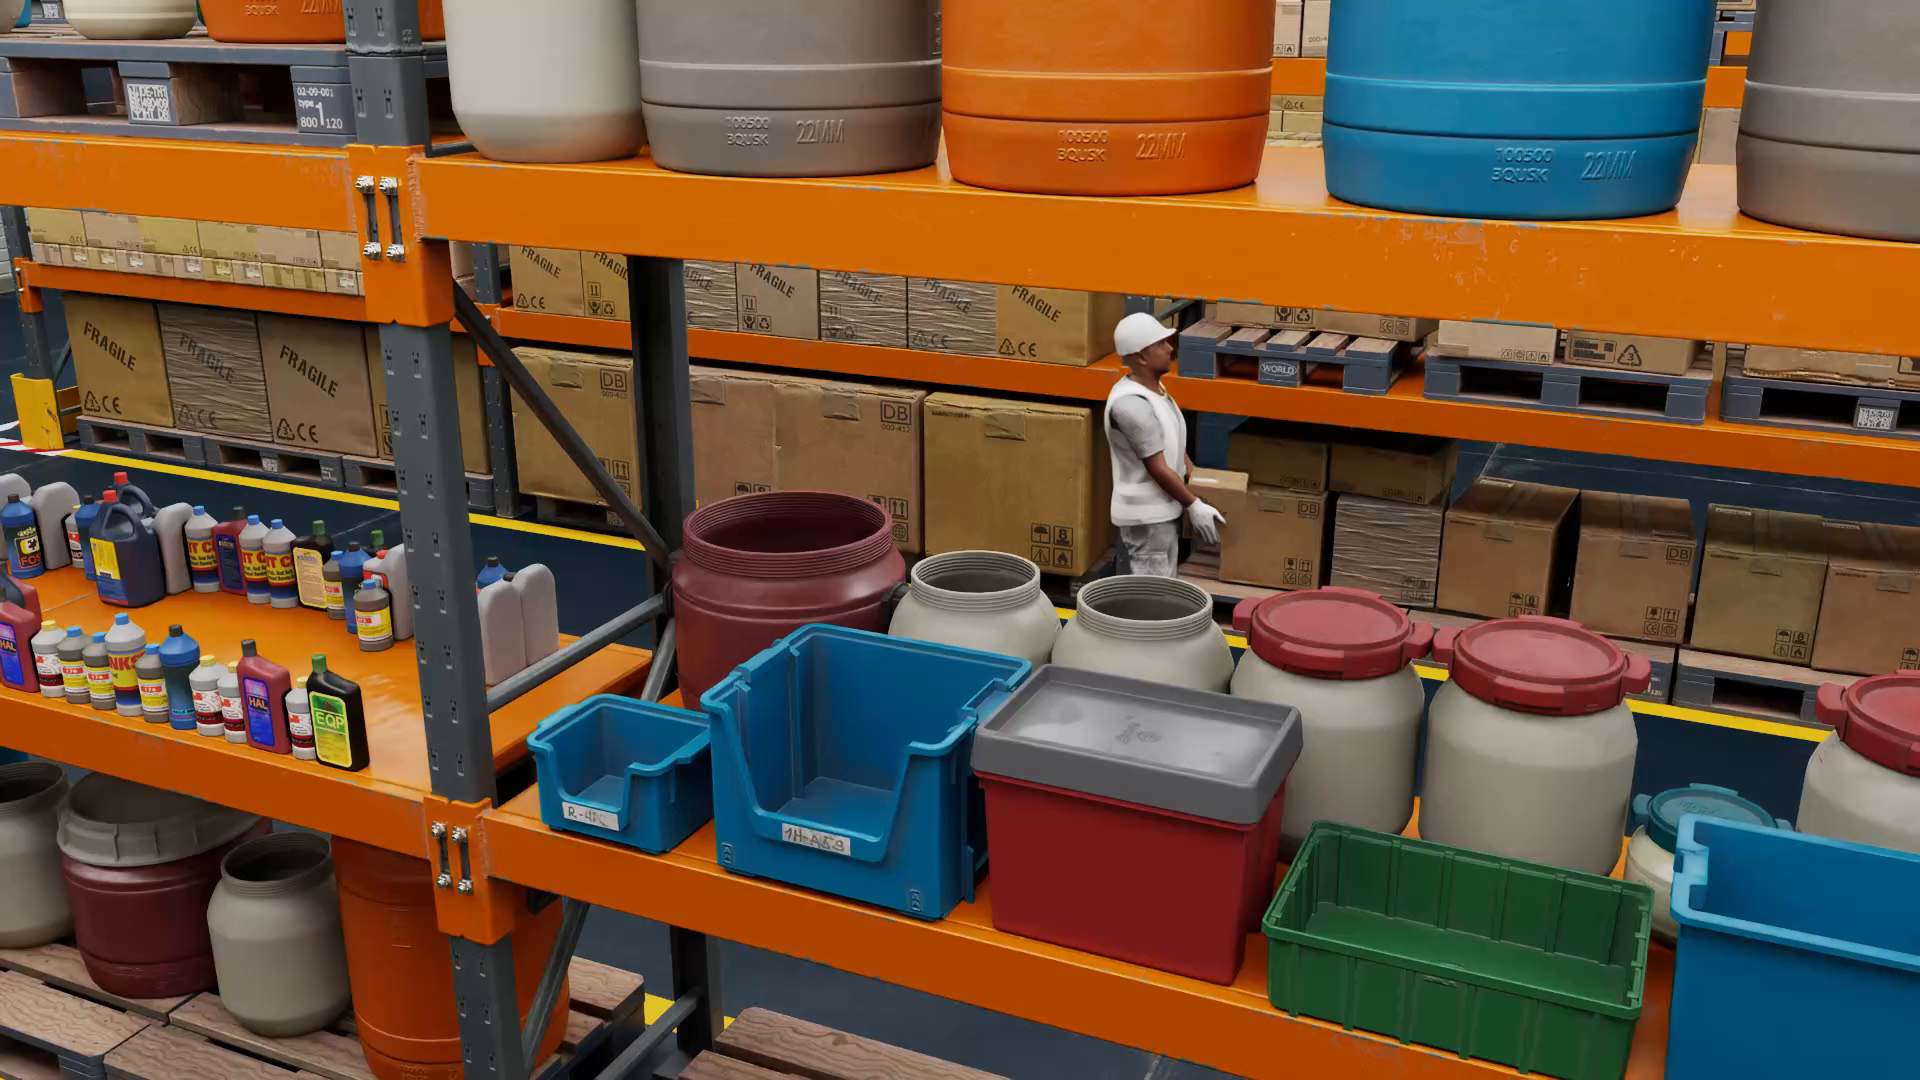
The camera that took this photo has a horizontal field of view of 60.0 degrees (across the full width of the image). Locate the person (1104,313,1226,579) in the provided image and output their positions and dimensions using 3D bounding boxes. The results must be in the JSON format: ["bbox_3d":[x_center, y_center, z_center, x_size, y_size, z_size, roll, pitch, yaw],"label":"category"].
[{"bbox_3d":[0.909,-0.103,7.328,0.550,1.788,0.531,4,19,12],"label":"person"}]
